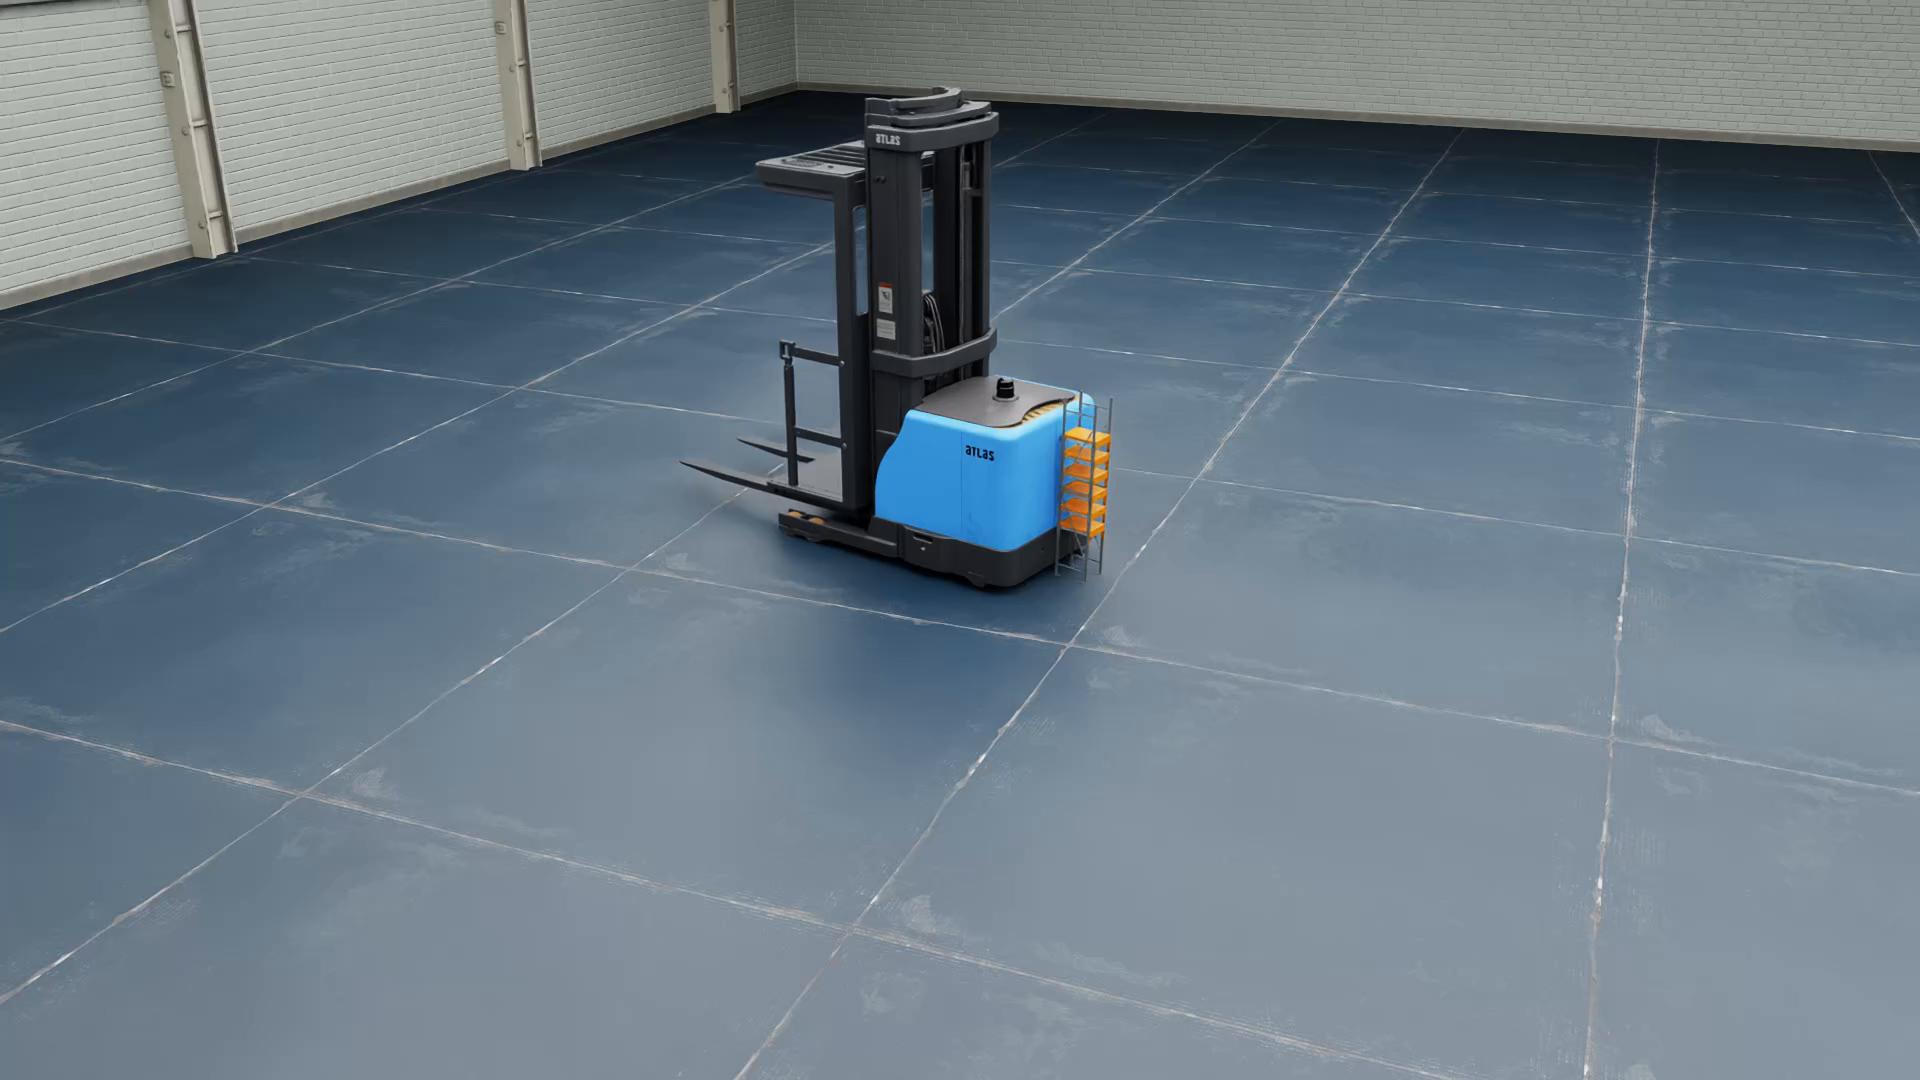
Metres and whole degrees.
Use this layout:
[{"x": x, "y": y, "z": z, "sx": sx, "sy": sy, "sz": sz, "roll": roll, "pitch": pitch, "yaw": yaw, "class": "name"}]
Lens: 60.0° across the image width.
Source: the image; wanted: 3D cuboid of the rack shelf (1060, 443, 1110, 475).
[{"x": 0.780, "y": -0.504, "z": 10.383, "sx": 0.258, "sy": 0.103, "sz": 0.180, "roll": 17, "pitch": 28, "yaw": 32, "class": "rack shelf"}]

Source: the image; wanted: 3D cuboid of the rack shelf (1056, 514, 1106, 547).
[{"x": 0.768, "y": -0.065, "z": 10.576, "sx": 0.258, "sy": 0.103, "sz": 0.180, "roll": 17, "pitch": 28, "yaw": 32, "class": "rack shelf"}]

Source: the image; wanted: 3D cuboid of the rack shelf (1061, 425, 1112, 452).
[{"x": 0.783, "y": -0.614, "z": 10.334, "sx": 0.258, "sy": 0.103, "sz": 0.180, "roll": 17, "pitch": 28, "yaw": 32, "class": "rack shelf"}]

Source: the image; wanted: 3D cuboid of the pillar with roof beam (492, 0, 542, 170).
[{"x": -2.340, "y": -8.974, "z": 21.058, "sx": 9.100, "sy": 9.000, "sz": 0.400, "roll": 9, "pitch": 24, "yaw": 20, "class": "pillar with roof beam"}]

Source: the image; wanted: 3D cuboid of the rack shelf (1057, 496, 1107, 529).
[{"x": 0.771, "y": -0.175, "z": 10.528, "sx": 0.258, "sy": 0.103, "sz": 0.180, "roll": 17, "pitch": 28, "yaw": 32, "class": "rack shelf"}]

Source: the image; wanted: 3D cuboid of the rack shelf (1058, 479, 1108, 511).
[{"x": 0.774, "y": -0.285, "z": 10.479, "sx": 0.258, "sy": 0.103, "sz": 0.180, "roll": 17, "pitch": 28, "yaw": 32, "class": "rack shelf"}]

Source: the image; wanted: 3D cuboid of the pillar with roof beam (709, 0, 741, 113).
[{"x": -0.111, "y": -11.121, "z": 26.199, "sx": 9.100, "sy": 9.000, "sz": 0.400, "roll": 9, "pitch": 24, "yaw": 20, "class": "pillar with roof beam"}]

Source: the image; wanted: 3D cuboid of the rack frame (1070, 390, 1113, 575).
[{"x": 0.829, "y": -0.354, "z": 10.530, "sx": 0.240, "sy": 1.200, "sz": 0.006, "roll": 17, "pitch": 28, "yaw": 32, "class": "rack frame"}]

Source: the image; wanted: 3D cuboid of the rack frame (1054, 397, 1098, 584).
[{"x": 0.722, "y": -0.297, "z": 10.393, "sx": 0.240, "sy": 1.200, "sz": 0.006, "roll": 17, "pitch": 28, "yaw": 32, "class": "rack frame"}]

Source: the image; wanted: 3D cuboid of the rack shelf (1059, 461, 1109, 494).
[{"x": 0.777, "y": -0.395, "z": 10.431, "sx": 0.258, "sy": 0.103, "sz": 0.180, "roll": 17, "pitch": 28, "yaw": 32, "class": "rack shelf"}]

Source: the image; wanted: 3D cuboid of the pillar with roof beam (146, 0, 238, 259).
[{"x": -4.569, "y": -6.827, "z": 15.918, "sx": 9.100, "sy": 9.000, "sz": 0.400, "roll": 9, "pitch": 24, "yaw": 20, "class": "pillar with roof beam"}]

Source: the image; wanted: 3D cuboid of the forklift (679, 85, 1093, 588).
[{"x": -0.618, "y": -1.484, "z": 11.001, "sx": 3.031, "sy": 2.935, "sz": 1.130, "roll": 16, "pitch": 27, "yaw": 33, "class": "forklift"}]

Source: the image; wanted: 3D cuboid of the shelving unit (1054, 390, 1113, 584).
[{"x": 0.775, "y": -0.325, "z": 10.461, "sx": 0.258, "sy": 1.200, "sz": 0.189, "roll": 17, "pitch": 28, "yaw": 32, "class": "shelving unit"}]
